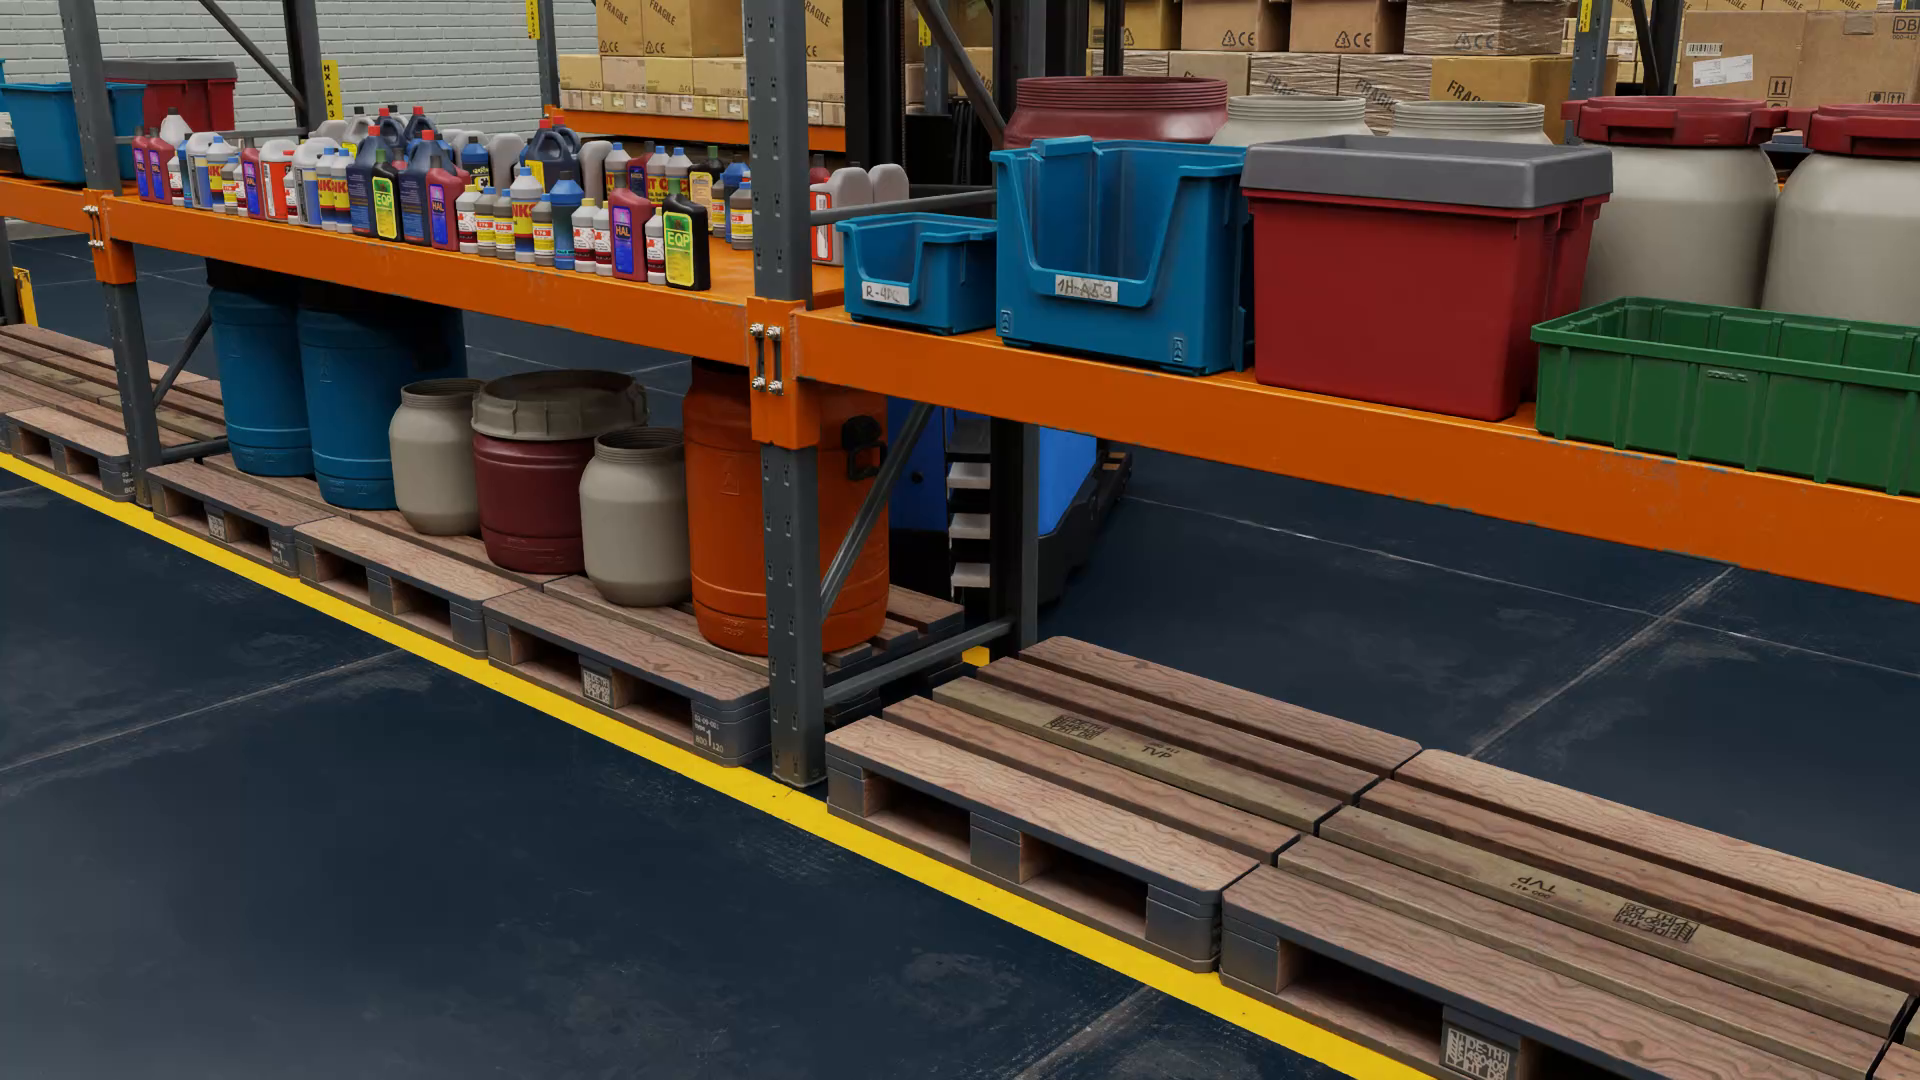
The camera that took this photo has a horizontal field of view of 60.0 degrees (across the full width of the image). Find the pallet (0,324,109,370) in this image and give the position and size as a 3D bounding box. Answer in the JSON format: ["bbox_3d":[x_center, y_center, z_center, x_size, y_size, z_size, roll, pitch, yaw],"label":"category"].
[{"bbox_3d":[-5.530,-0.979,9.348,1.213,0.211,1.003,15,23,39],"label":"pallet"}]

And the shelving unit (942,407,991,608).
[{"bbox_3d":[0.080,-0.092,5.346,0.210,0.900,0.258,2,30,8],"label":"shelving unit"}]

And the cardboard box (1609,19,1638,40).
[{"bbox_3d":[4.882,-3.717,12.104,0.250,0.149,0.380,17,24,42],"label":"cardboard box"}]

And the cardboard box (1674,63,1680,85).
[{"bbox_3d":[5.283,-3.327,11.857,0.250,0.149,0.380,15,23,39],"label":"cardboard box"}]

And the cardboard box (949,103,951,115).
[{"bbox_3d":[-0.038,-2.868,11.104,0.250,0.149,0.380,14,22,37],"label":"cardboard box"}]

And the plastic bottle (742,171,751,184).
[{"bbox_3d":[-0.592,-1.070,5.229,0.135,0.276,0.152,15,23,39],"label":"plastic bottle"}]

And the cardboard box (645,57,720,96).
[{"bbox_3d":[-1.887,-3.311,11.843,0.500,0.250,0.500,14,22,37],"label":"cardboard box"}]

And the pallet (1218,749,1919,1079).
[{"bbox_3d":[1.325,0.862,3.546,1.213,0.211,1.003,15,23,39],"label":"pallet"}]

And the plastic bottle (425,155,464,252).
[{"bbox_3d":[-1.578,-1.035,5.106,0.133,0.283,0.061,15,23,39],"label":"plastic bottle"}]

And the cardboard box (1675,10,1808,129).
[{"bbox_3d":[3.581,-2.145,7.553,0.500,0.500,0.500,12,21,33],"label":"cardboard box"}]

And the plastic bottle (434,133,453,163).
[{"bbox_3d":[-1.937,-1.378,6.209,0.097,0.271,0.097,0,18,0],"label":"plastic bottle"}]

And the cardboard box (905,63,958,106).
[{"bbox_3d":[-0.346,-2.899,10.545,0.500,0.250,0.500,14,23,38],"label":"cardboard box"}]

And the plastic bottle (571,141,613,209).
[{"bbox_3d":[-1.284,-1.256,5.814,0.135,0.276,0.152,15,23,39],"label":"plastic bottle"}]

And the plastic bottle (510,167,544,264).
[{"bbox_3d":[-1.261,-0.951,4.863,0.097,0.271,0.097,0,18,0],"label":"plastic bottle"}]

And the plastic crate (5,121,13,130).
[{"bbox_3d":[-4.725,-2.096,8.593,0.250,0.136,0.298,15,23,39],"label":"plastic crate"}]

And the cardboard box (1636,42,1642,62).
[{"bbox_3d":[5.076,-3.523,11.984,0.250,0.149,0.380,15,23,39],"label":"cardboard box"}]

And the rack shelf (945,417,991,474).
[{"bbox_3d":[0.072,-0.297,5.228,0.200,0.077,0.258,2,30,8],"label":"rack shelf"}]

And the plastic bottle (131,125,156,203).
[{"bbox_3d":[-3.138,-1.454,6.426,0.133,0.283,0.061,15,23,39],"label":"plastic bottle"}]

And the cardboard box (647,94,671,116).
[{"bbox_3d":[-2.017,-3.131,11.935,0.250,0.149,0.380,14,23,38],"label":"cardboard box"}]

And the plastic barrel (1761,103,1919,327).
[{"bbox_3d":[1.736,-0.527,3.088,0.433,0.535,0.433,0,18,0],"label":"plastic barrel"}]

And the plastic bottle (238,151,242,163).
[{"bbox_3d":[-2.693,-1.364,6.279,0.097,0.201,0.097,0,18,0],"label":"plastic bottle"}]

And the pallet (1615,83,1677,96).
[{"bbox_3d":[5.010,-3.395,12.669,1.213,0.211,1.003,15,23,39],"label":"pallet"}]

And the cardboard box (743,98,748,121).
[{"bbox_3d":[-1.248,-2.925,11.286,0.250,0.149,0.380,15,23,38],"label":"cardboard box"}]

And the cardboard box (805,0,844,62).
[{"bbox_3d":[-0.735,-3.361,10.760,0.500,0.500,0.500,15,23,40],"label":"cardboard box"}]

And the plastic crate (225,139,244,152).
[{"bbox_3d":[-3.382,-1.708,7.372,0.243,0.136,0.396,15,23,39],"label":"plastic crate"}]

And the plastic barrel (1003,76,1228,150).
[{"bbox_3d":[0.411,-0.916,4.316,0.708,0.536,0.600,15,23,39],"label":"plastic barrel"}]

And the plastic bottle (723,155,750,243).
[{"bbox_3d":[-0.701,-1.083,5.280,0.097,0.271,0.097,0,18,0],"label":"plastic bottle"}]

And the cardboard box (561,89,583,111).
[{"bbox_3d":[-2.787,-3.337,12.584,0.250,0.149,0.380,15,23,40],"label":"cardboard box"}]

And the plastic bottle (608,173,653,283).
[{"bbox_3d":[-0.896,-0.852,4.529,0.133,0.283,0.061,15,23,39],"label":"plastic bottle"}]

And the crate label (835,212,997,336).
[{"bbox_3d":[-0.071,-0.627,3.905,0.416,0.233,0.303,15,23,39],"label":"crate label"}]

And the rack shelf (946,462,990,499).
[{"bbox_3d":[0.075,-0.219,5.273,0.200,0.077,0.258,2,30,8],"label":"rack shelf"}]

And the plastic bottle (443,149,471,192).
[{"bbox_3d":[-1.620,-1.104,5.326,0.133,0.283,0.061,15,23,39],"label":"plastic bottle"}]

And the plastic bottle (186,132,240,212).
[{"bbox_3d":[-2.762,-1.368,6.167,0.135,0.276,0.152,15,23,39],"label":"plastic bottle"}]

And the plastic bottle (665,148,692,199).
[{"bbox_3d":[-0.933,-1.170,5.553,0.097,0.271,0.097,0,18,0],"label":"plastic bottle"}]

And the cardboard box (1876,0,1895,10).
[{"bbox_3d":[8.779,-4.909,15.303,0.500,0.500,0.500,16,23,40],"label":"cardboard box"}]

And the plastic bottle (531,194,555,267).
[{"bbox_3d":[-1.188,-0.898,4.812,0.097,0.201,0.097,0,18,0],"label":"plastic bottle"}]

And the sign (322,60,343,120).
[{"bbox_3d":[-2.762,-1.935,7.294,0.005,0.325,0.100,15,23,39],"label":"sign"}]

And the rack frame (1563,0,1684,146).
[{"bbox_3d":[3.150,-1.997,7.945,0.127,3.000,1.000,15,23,39],"label":"rack frame"}]

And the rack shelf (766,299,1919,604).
[{"bbox_3d":[1.359,-0.132,3.257,4.000,0.370,1.077,15,23,39],"label":"rack shelf"}]

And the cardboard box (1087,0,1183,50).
[{"bbox_3d":[1.147,-3.059,9.468,0.637,0.503,0.797,15,23,40],"label":"cardboard box"}]

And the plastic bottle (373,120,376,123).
[{"bbox_3d":[-2.416,-1.582,6.829,0.133,0.283,0.061,15,23,39],"label":"plastic bottle"}]

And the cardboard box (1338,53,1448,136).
[{"bbox_3d":[2.248,-2.189,8.385,0.500,0.500,0.500,15,23,39],"label":"cardboard box"}]

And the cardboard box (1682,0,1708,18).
[{"bbox_3d":[7.274,-5.317,16.588,0.500,0.500,0.500,15,23,39],"label":"cardboard box"}]

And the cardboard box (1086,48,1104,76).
[{"bbox_3d":[0.713,-2.598,9.674,0.500,0.500,0.500,15,23,39],"label":"cardboard box"}]

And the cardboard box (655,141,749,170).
[{"bbox_3d":[-1.621,-2.497,12.340,0.875,0.875,0.875,15,23,39],"label":"cardboard box"}]

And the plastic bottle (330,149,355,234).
[{"bbox_3d":[-2.028,-1.157,5.512,0.097,0.271,0.097,0,18,0],"label":"plastic bottle"}]

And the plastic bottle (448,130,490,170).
[{"bbox_3d":[-1.869,-1.413,6.309,0.135,0.276,0.152,15,23,39],"label":"plastic bottle"}]

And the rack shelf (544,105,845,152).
[{"bbox_3d":[-1.337,-2.859,11.850,4.000,0.370,1.077,15,23,39],"label":"rack shelf"}]

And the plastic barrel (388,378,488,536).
[{"bbox_3d":[-1.841,-0.305,6.032,0.421,0.512,0.421,0,18,0],"label":"plastic barrel"}]

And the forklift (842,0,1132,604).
[{"bbox_3d":[0.143,-1.581,6.748,1.130,2.935,3.031,4,18,13],"label":"forklift"}]
